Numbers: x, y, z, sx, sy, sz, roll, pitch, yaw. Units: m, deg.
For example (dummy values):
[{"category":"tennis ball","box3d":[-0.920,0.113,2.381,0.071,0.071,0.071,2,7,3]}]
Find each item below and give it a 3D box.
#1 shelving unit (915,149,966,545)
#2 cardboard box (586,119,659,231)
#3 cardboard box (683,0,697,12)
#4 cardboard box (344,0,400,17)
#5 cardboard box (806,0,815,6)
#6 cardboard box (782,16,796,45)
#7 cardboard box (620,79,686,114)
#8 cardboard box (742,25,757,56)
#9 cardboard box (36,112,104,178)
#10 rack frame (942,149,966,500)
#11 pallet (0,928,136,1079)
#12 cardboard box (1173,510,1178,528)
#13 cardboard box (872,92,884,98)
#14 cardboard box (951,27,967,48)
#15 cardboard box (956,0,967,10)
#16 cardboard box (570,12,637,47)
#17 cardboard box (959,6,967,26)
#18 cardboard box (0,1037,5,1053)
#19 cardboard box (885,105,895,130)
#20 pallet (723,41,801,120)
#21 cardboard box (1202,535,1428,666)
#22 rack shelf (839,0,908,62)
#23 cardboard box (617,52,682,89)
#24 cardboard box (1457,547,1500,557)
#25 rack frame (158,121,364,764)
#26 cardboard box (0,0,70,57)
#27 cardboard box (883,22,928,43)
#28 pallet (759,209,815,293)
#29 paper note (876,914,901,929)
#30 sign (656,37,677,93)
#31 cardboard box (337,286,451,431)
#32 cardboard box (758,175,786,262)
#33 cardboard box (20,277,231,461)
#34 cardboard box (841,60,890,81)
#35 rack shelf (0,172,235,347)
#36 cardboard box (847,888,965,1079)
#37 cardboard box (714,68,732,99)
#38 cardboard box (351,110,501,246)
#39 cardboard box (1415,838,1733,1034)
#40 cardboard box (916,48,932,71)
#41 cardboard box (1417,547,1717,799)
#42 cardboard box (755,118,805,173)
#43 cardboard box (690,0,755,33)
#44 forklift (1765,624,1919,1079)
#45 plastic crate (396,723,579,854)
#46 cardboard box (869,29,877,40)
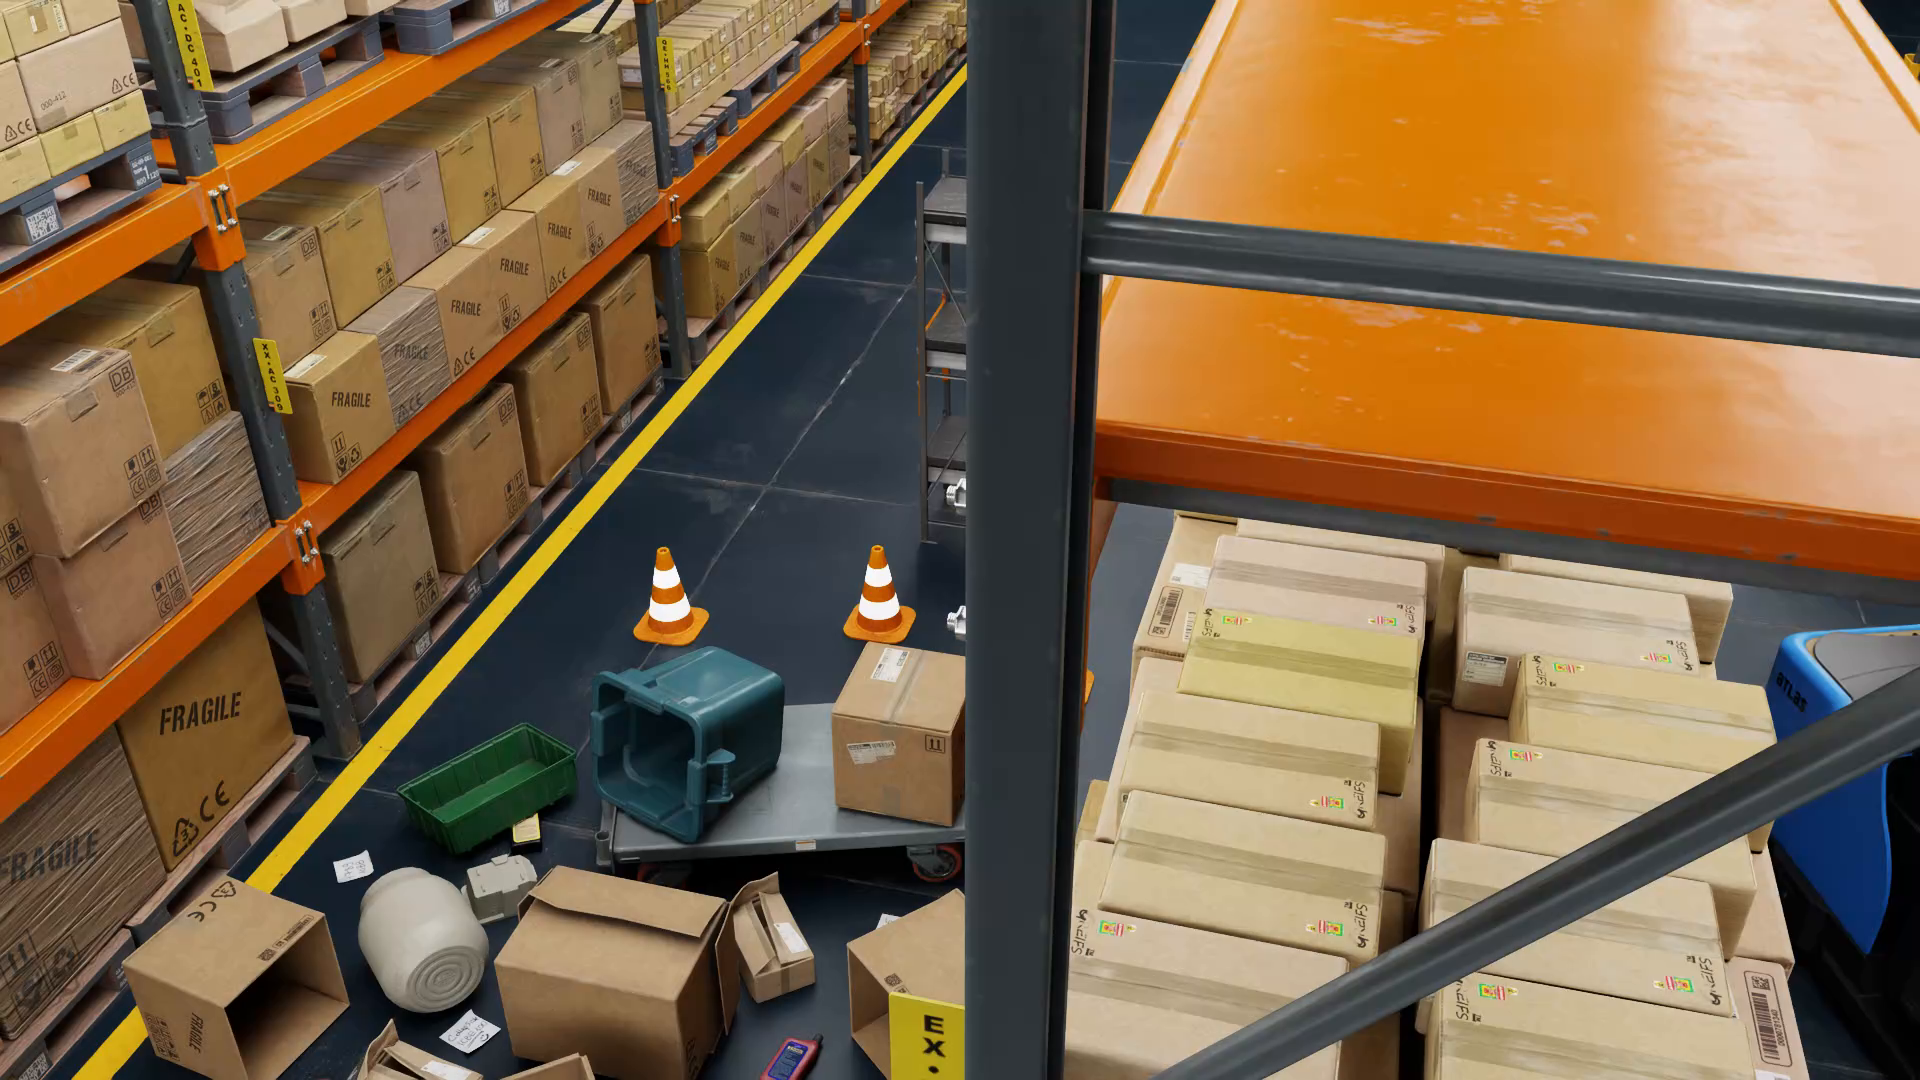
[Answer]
[{"category":"shelving unit","box3d":[0.042,-0.972,8.892,0.431,2.100,0.503,8,33,12]},{"category":"cardboard box","box3d":[-2.135,-2.180,9.860,0.500,0.500,0.500,8,33,12]},{"category":"cardboard box","box3d":[-2.139,-3.857,12.157,0.380,0.149,0.250,7,33,12]},{"category":"cardboard box","box3d":[-2.689,-2.403,7.258,0.380,0.149,0.250,8,33,12]},{"category":"cardboard box","box3d":[-1.307,-4.182,12.667,0.380,0.149,0.250,9,34,14]},{"category":"cardboard box","box3d":[-1.434,-3.783,12.317,0.380,0.149,0.250,7,33,10]},{"category":"cardboard box","box3d":[-1.964,-2.828,10.538,0.380,0.149,0.250,9,34,15]},{"category":"cardboard box","box3d":[-1.638,-3.497,11.590,0.380,0.149,0.250,8,33,12]},{"category":"cardboard box","box3d":[-3.143,-1.348,5.598,0.380,0.149,0.250,9,33,13]},{"category":"rack frame","box3d":[0.104,-1.099,9.091,0.400,2.100,0.015,8,33,12]},{"category":"pallet","box3d":[-3.872,1.864,6.192,1.003,0.211,1.213,8,33,12]},{"category":"cardboard box","box3d":[0.754,-0.058,3.682,0.500,0.250,0.500,8,33,13]},{"category":"cardboard box","box3d":[-0.887,-3.871,14.602,0.380,0.149,0.250,8,33,13]},{"category":"cardboard box","box3d":[-0.150,-5.085,16.788,0.380,0.149,0.250,9,34,14]},{"category":"cardboard box","box3d":[-0.140,-5.475,16.848,0.380,0.149,0.250,8,33,13]},{"category":"cardboard box","box3d":[-2.403,-3.452,11.242,0.380,0.149,0.250,9,34,14]},{"category":"cardboard box","box3d":[-0.108,-5.346,16.922,0.380,0.149,0.250,7,33,11]},{"category":"cardboard box","box3d":[-3.981,1.645,5.525,0.875,0.875,0.875,8,33,12]},{"category":"cardboard box","box3d":[-0.795,-3.741,14.674,0.380,0.149,0.250,9,34,14]},{"category":"pallet","box3d":[-1.818,-3.360,11.988,1.003,0.211,1.213,8,33,12]},{"category":"cardboard box","box3d":[0.636,0.139,3.001,0.380,0.149,0.250,8,33,12]},{"category":"rack shelf","box3d":[-0.758,-5.218,15.402,1.077,0.370,4.000,8,33,12]},{"category":"cardboard box","box3d":[-1.975,-2.946,10.446,0.380,0.149,0.250,8,33,12]},{"category":"cardboard box","box3d":[1.207,-0.073,3.334,0.380,0.149,0.250,9,33,13]},{"category":"rack frame","box3d":[-3.296,-0.332,7.046,1.000,3.000,0.127,8,33,12]},{"category":"cardboard box","box3d":[-3.145,-1.684,5.383,0.380,0.149,0.250,8,33,12]},{"category":"cardboard box","box3d":[-0.517,-4.807,15.796,0.380,0.149,0.250,7,33,11]},{"category":"pallet","box3d":[-1.769,-2.268,12.690,1.003,0.211,1.213,8,33,12]},{"category":"paper note","box3d":[-0.267,1.585,6.798,0.148,0.019,0.142,8,33,12]},{"category":"sign","box3d":[-1.743,-2.823,9.885,0.100,0.325,0.005,8,33,12]},{"category":"cardboard box","box3d":[-2.775,-0.873,7.804,0.500,0.500,0.500,8,33,13]},{"category":"cardboard box","box3d":[-1.604,-2.391,12.223,0.500,0.500,0.500,7,33,11]},{"category":"cardboard box","box3d":[-3.423,-0.664,6.423,0.875,0.550,0.550,8,33,12]},{"category":"cardboard box","box3d":[-0.834,-4.132,14.735,0.380,0.149,0.250,8,33,12]},{"category":"rack shelf","box3d":[-3.803,-0.257,4.802,1.077,0.370,4.000,8,33,12]},{"category":"cardboard box","box3d":[-0.070,1.714,6.156,0.500,0.500,0.500,-21,38,-29]},{"category":"cardboard box","box3d":[-1.769,-3.103,11.248,0.380,0.149,0.250,10,34,15]},{"category":"cardboard box","box3d":[-2.789,-1.846,8.403,0.700,0.500,0.500,8,33,12]},{"category":"cardboard box","box3d":[0.839,0.579,2.308,0.380,0.149,0.250,8,33,12]},{"category":"cardboard box","box3d":[-0.484,-4.529,15.636,0.380,0.149,0.250,8,33,13]},{"category":"cardboard box","box3d":[1.132,0.281,3.149,0.500,0.250,0.500,9,34,14]},{"category":"cardboard box","box3d":[-1.474,-2.960,12.420,0.500,0.250,0.500,7,33,10]},{"category":"cardboard box","box3d":[-1.644,-3.626,11.516,0.380,0.149,0.250,9,34,14]},{"category":"forklift","box3d":[3.976,0.802,5.326,1.130,2.935,3.031,-3,33,-5]},{"category":"plastic crate","box3d":[-2.073,1.099,7.363,0.662,0.188,0.450,-28,32,-37]},{"category":"cardboard box","box3d":[-0.998,-4.730,15.675,0.380,0.149,0.250,8,33,12]}]
